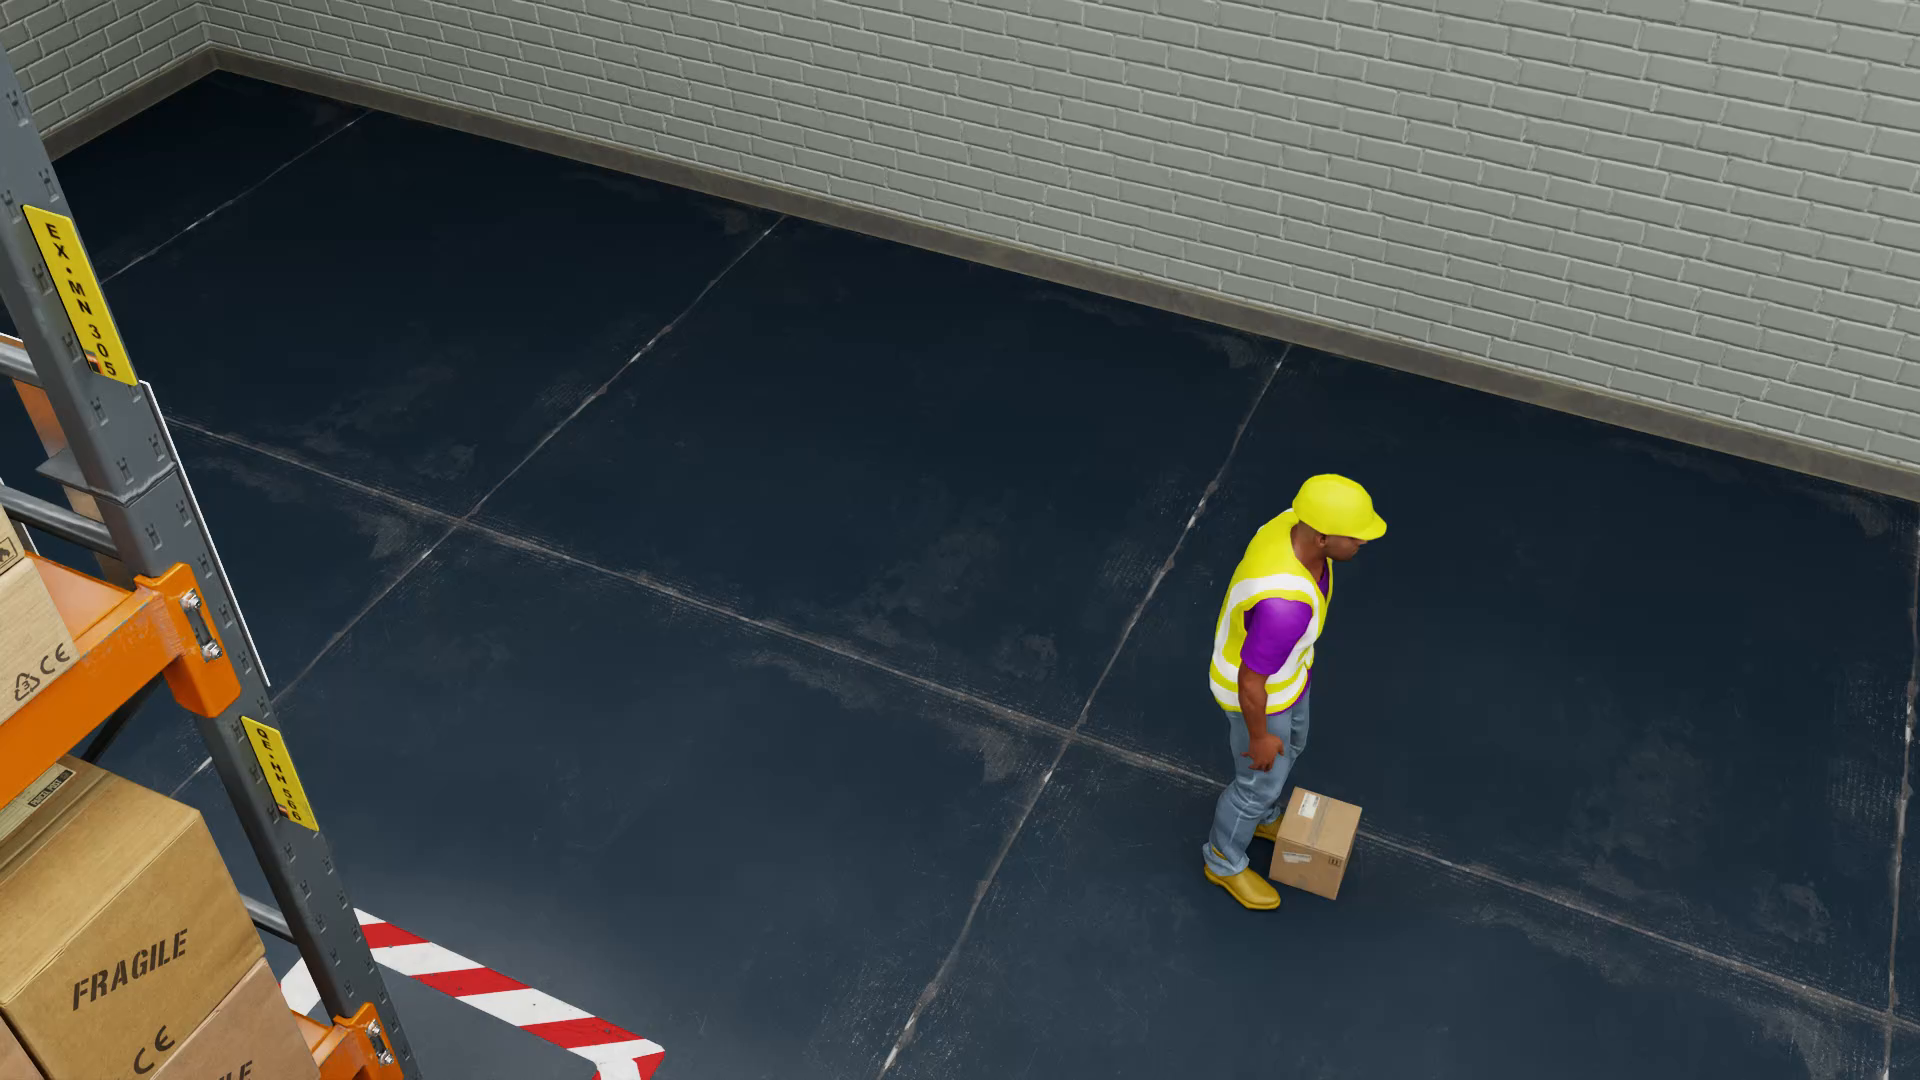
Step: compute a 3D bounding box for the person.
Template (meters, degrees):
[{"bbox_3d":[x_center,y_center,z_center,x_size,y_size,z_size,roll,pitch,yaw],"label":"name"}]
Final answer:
[{"bbox_3d":[1.077,0.477,5.612,0.461,1.759,0.629,15,44,16],"label":"person"}]
